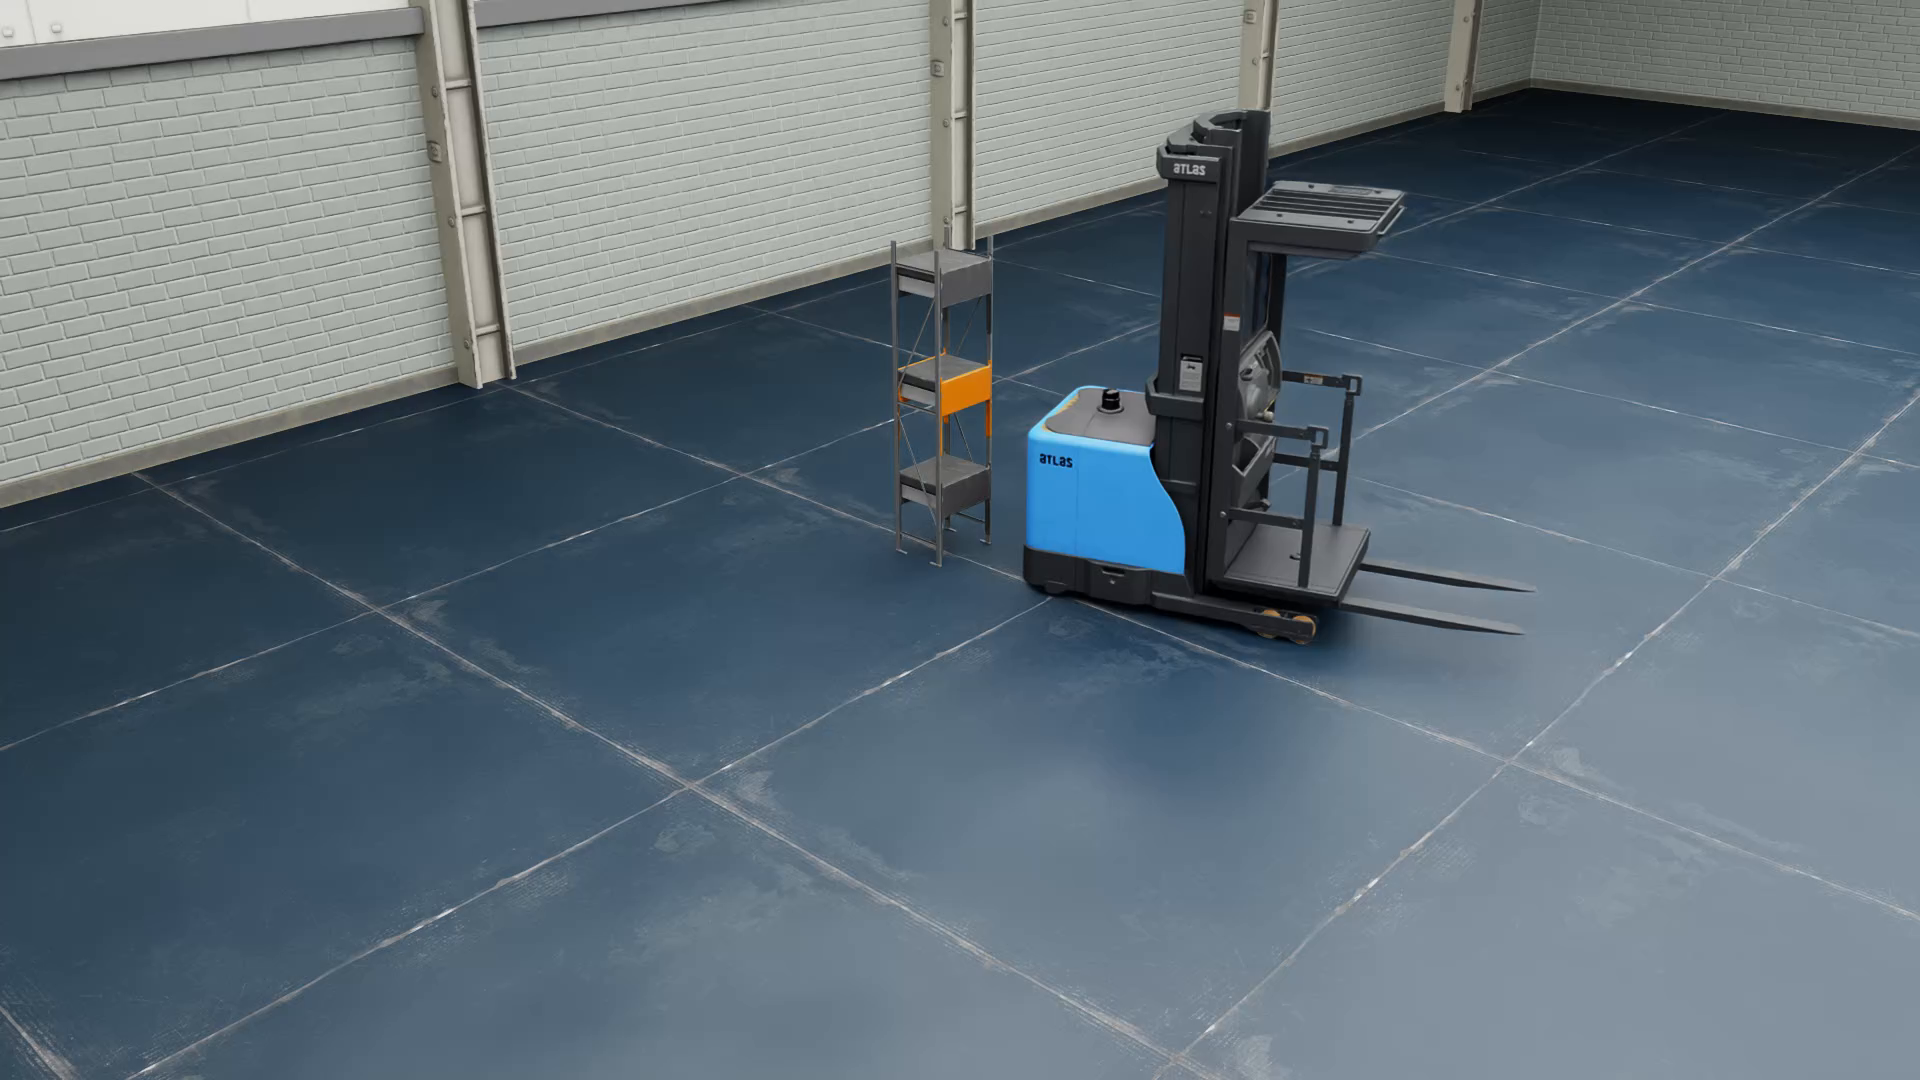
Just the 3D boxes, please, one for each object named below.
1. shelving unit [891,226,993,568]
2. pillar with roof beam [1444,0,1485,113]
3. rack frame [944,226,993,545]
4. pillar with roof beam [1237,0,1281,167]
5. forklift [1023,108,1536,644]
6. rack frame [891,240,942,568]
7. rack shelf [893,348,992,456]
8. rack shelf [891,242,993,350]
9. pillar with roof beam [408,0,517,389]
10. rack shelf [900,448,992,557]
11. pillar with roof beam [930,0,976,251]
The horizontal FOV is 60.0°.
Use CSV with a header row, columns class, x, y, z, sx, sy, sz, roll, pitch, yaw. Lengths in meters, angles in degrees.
class,x,y,z,sx,sy,sz,roll,pitch,yaw
shelving unit,-0.110,-0.908,10.708,0.431,2.100,0.503,20,31,38
pillar with roof beam,11.142,-9.799,22.105,9.100,9.000,0.400,20,31,38
rack frame,0.052,-0.982,10.874,0.400,2.100,0.015,20,31,38
pillar with roof beam,7.137,-7.971,18.028,9.100,9.000,0.400,20,31,38
forklift,1.964,-0.966,9.822,3.031,2.935,1.130,10,26,21
rack frame,-0.273,-0.833,10.542,0.400,2.100,0.015,20,31,38
rack shelf,-0.110,-0.895,10.714,0.431,0.518,0.480,20,31,38
rack shelf,-0.110,-1.534,10.427,0.431,0.518,0.480,20,31,38
pillar with roof beam,-0.871,-4.315,9.874,9.100,9.000,0.400,20,31,38
rack shelf,-0.110,-0.256,11.000,0.431,0.518,0.480,20,31,38
pillar with roof beam,3.133,-6.143,13.951,9.100,9.000,0.400,20,31,38
